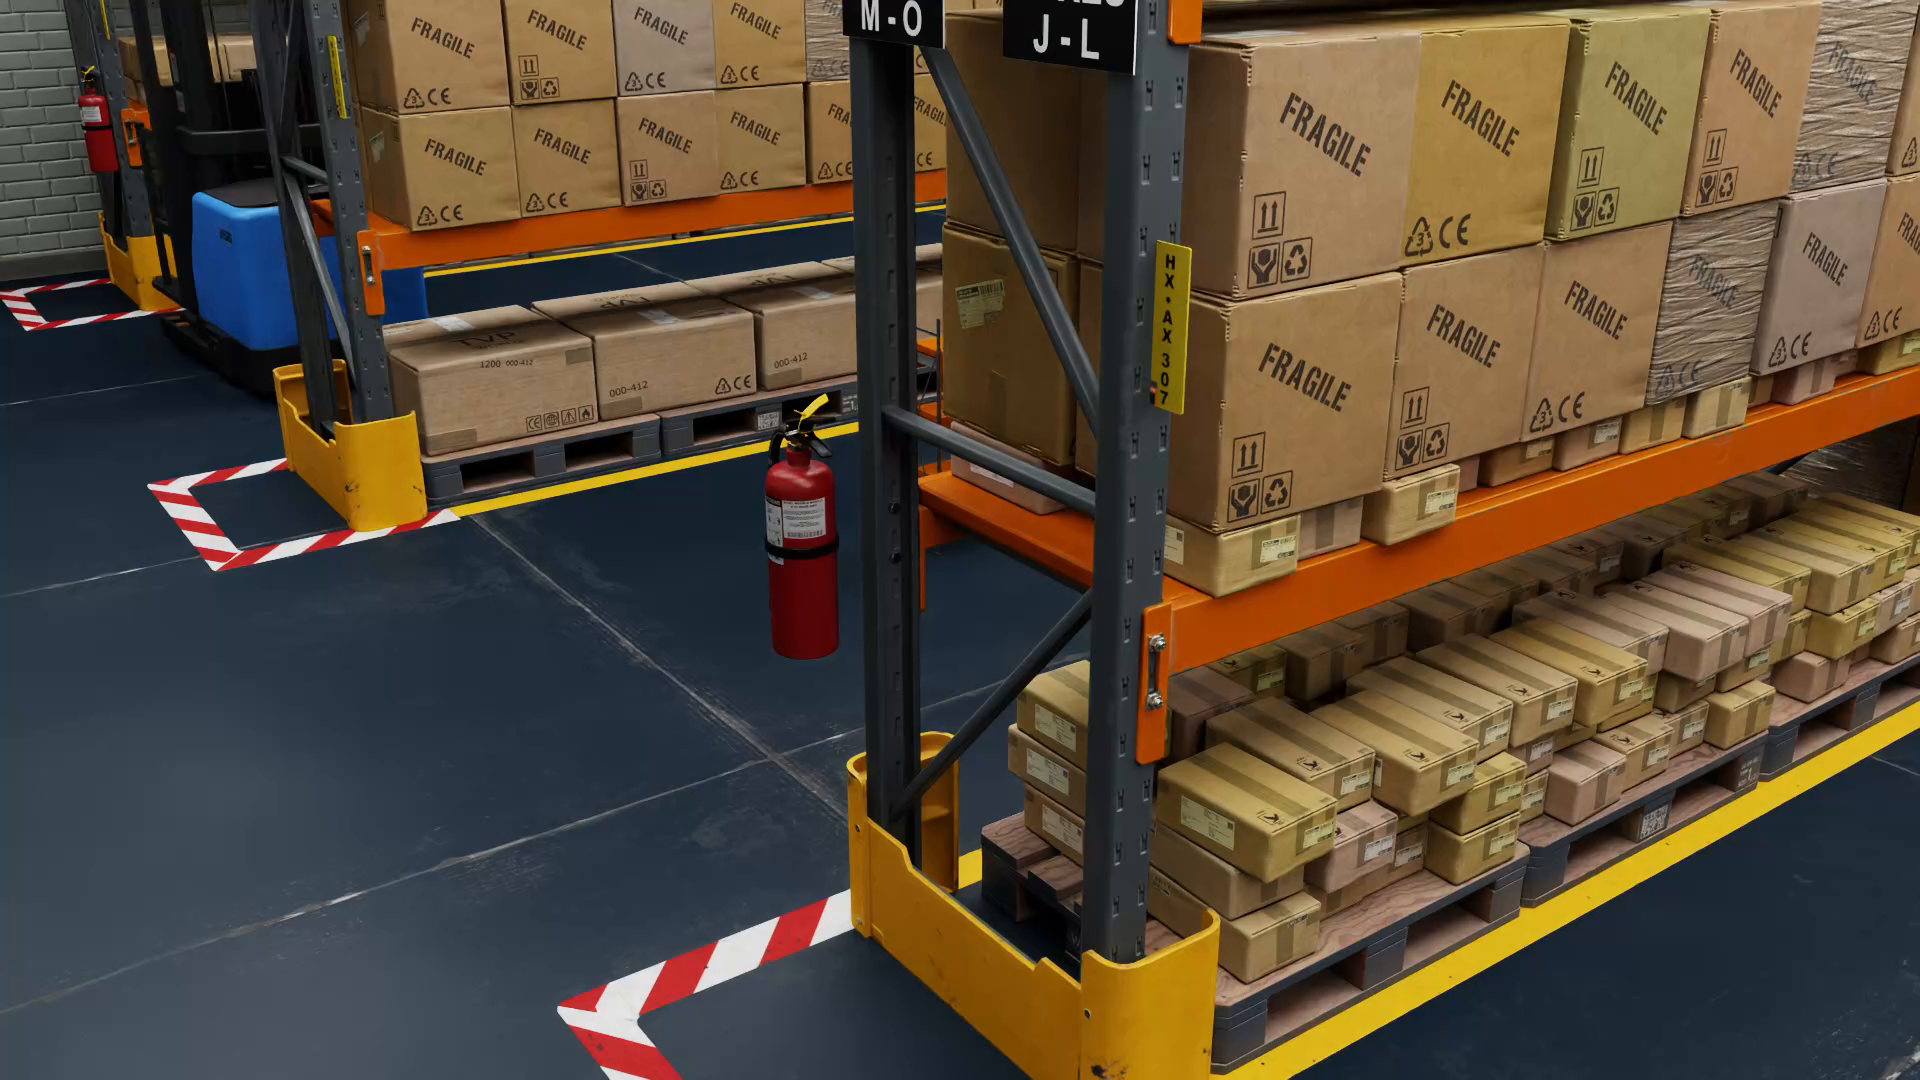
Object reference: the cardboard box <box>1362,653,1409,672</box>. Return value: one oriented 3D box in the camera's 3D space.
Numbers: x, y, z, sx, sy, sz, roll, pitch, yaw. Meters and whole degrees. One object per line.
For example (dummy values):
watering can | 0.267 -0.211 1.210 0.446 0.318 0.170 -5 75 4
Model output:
cardboard box | 1.181 0.393 5.244 0.250 0.149 0.380 -14 26 -32

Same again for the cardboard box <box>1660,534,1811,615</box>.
cardboard box | 2.557 0.129 5.503 0.250 0.149 0.380 -14 26 -31

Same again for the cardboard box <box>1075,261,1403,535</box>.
cardboard box | 0.611 -0.368 3.734 0.500 0.500 0.500 -14 25 -30

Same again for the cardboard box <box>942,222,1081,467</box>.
cardboard box | 0.300 -0.528 4.137 0.500 0.500 0.500 -14 26 -32

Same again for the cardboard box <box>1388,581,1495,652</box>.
cardboard box | 1.452 0.226 5.260 0.250 0.149 0.380 -16 27 -35

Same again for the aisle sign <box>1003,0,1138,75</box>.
aisle sign | 0.201 -1.270 3.025 0.004 0.787 0.394 -15 26 -33

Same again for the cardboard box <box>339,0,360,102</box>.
cardboard box | -2.635 -2.323 7.687 0.500 0.500 0.500 -14 26 -31

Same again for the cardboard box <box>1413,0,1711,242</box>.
cardboard box | 1.446 -1.052 4.101 0.500 0.500 0.500 -16 27 -34

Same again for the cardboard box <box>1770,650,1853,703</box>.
cardboard box | 2.777 0.389 5.654 0.250 0.149 0.380 -16 27 -35

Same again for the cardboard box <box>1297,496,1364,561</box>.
cardboard box | 0.722 -0.091 3.917 0.250 0.149 0.380 -14 26 -31

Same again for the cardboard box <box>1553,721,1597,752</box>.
cardboard box | 1.690 0.484 5.016 0.250 0.149 0.380 -13 25 -30

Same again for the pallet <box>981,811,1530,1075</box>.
pallet | 0.827 0.944 4.745 1.213 0.211 1.003 -15 26 -33

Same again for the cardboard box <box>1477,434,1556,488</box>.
cardboard box | 1.337 -0.282 4.395 0.250 0.149 0.380 -15 26 -33

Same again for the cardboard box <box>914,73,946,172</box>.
cardboard box | -0.282 -2.258 8.874 0.500 0.500 0.500 -16 27 -34

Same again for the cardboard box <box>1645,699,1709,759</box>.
cardboard box | 2.122 0.542 5.271 0.250 0.149 0.380 -14 26 -32

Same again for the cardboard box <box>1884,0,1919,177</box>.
cardboard box | 2.692 -1.387 4.940 0.500 0.500 0.500 -16 27 -34

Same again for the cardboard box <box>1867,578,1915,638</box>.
cardboard box | 3.050 0.182 5.771 0.250 0.149 0.380 -16 27 -35

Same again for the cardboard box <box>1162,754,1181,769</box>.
cardboard box | 0.591 0.581 4.771 0.250 0.149 0.380 -16 27 -34

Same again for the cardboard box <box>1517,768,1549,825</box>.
cardboard box | 1.483 0.700 4.876 0.250 0.149 0.380 -15 26 -33

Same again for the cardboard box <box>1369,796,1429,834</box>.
cardboard box | 1.063 0.664 4.564 0.250 0.149 0.380 -15 26 -32

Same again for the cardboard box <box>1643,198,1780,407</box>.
cardboard box | 1.846 -0.706 4.581 0.500 0.500 0.500 -16 27 -34

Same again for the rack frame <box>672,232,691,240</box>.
rack frame | -2.542 -3.995 13.360 0.127 3.000 1.000 -15 26 -33

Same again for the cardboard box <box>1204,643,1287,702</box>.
cardboard box | 0.741 0.361 4.921 0.250 0.149 0.380 -16 27 -34

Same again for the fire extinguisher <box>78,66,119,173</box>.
fire extinguisher | -5.639 -2.749 10.846 0.183 0.674 0.296 -15 26 -33

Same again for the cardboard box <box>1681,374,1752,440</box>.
cardboard box | 2.010 -0.426 4.755 0.250 0.149 0.380 -14 26 -32

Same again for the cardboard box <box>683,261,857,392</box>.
cardboard box | -0.939 -1.210 9.271 0.875 0.438 0.875 -16 27 -34

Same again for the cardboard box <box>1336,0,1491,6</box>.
cardboard box | 1.140 -1.217 4.513 0.500 0.500 0.500 -13 25 -30

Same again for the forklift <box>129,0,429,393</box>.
forklift | -4.415 -2.663 10.116 1.130 2.935 3.031 -16 27 -35

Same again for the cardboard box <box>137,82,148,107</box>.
cardboard box | -5.362 -3.001 11.208 0.250 0.149 0.380 -15 26 -33

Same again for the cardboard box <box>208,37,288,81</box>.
cardboard box | -4.855 -3.324 11.480 0.500 0.250 0.500 -15 26 -32

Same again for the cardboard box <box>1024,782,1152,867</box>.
cardboard box | 0.391 0.783 4.666 0.250 0.149 0.380 -14 26 -32

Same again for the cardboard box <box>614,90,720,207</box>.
cardboard box | -1.512 -1.923 8.033 0.500 0.500 0.500 -15 26 -33

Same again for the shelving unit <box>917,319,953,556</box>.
shelving unit | -0.043 -0.476 7.173 0.252 1.050 0.215 -15 26 -33

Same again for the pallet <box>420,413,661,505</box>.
pallet | -2.284 -0.538 8.460 1.213 0.211 1.003 -15 26 -33

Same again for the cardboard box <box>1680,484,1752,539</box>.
cardboard box | 2.674 -0.128 6.148 0.250 0.149 0.380 -13 25 -30

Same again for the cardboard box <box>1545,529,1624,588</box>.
cardboard box | 2.044 0.035 5.738 0.250 0.149 0.380 -14 26 -32

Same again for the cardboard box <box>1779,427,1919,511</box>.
cardboard box | 3.786 -0.305 6.919 0.500 0.500 0.500 -16 26 -34

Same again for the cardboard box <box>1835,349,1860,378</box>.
cardboard box | 2.591 -0.622 5.248 0.250 0.149 0.380 -16 27 -34

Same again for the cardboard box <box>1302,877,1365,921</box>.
cardboard box | 0.862 0.862 4.470 0.250 0.149 0.380 -15 26 -33

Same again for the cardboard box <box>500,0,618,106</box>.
cardboard box | -1.916 -2.279 7.577 0.500 0.500 0.500 -16 27 -34

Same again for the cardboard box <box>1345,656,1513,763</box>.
cardboard box | 1.295 0.482 4.618 0.250 0.149 0.380 -16 27 -35

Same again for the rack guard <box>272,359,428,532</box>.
rack guard | -2.907 -0.470 7.900 0.348 0.500 1.175 -15 26 -33

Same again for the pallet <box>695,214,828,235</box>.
pallet | -1.904 -2.887 14.347 1.213 0.211 1.003 -15 26 -33

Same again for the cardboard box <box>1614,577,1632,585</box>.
cardboard box | 2.301 0.141 5.874 0.250 0.149 0.380 -17 27 -35

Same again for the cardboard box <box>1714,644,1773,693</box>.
cardboard box | 2.386 0.331 5.398 0.250 0.149 0.380 -14 26 -32

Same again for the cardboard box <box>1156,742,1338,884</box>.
cardboard box | 0.709 0.672 4.141 0.250 0.149 0.380 -16 27 -35

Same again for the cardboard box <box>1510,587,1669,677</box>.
cardboard box | 1.914 0.298 5.079 0.250 0.149 0.380 -15 26 -33

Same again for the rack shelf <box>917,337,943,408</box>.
rack shelf | -0.043 -0.730 7.072 0.240 0.259 0.215 -15 26 -33

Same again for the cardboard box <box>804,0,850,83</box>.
cardboard box | -0.687 -2.607 8.400 0.500 0.500 0.500 -15 26 -32

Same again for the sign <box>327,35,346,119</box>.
sign | -2.568 -1.907 6.853 0.005 0.325 0.100 -15 26 -33

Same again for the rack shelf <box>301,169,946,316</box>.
rack shelf | -1.264 -1.735 8.668 4.000 0.370 1.077 -15 26 -33

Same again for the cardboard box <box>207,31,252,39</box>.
cardboard box | -5.152 -3.488 11.891 0.500 0.250 0.500 -15 26 -33

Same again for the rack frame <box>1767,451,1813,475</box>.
rack frame | 3.332 -1.035 5.943 0.127 3.000 1.000 -15 26 -33

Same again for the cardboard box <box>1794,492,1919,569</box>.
cardboard box | 3.196 -0.027 5.894 0.250 0.149 0.380 -14 26 -31
